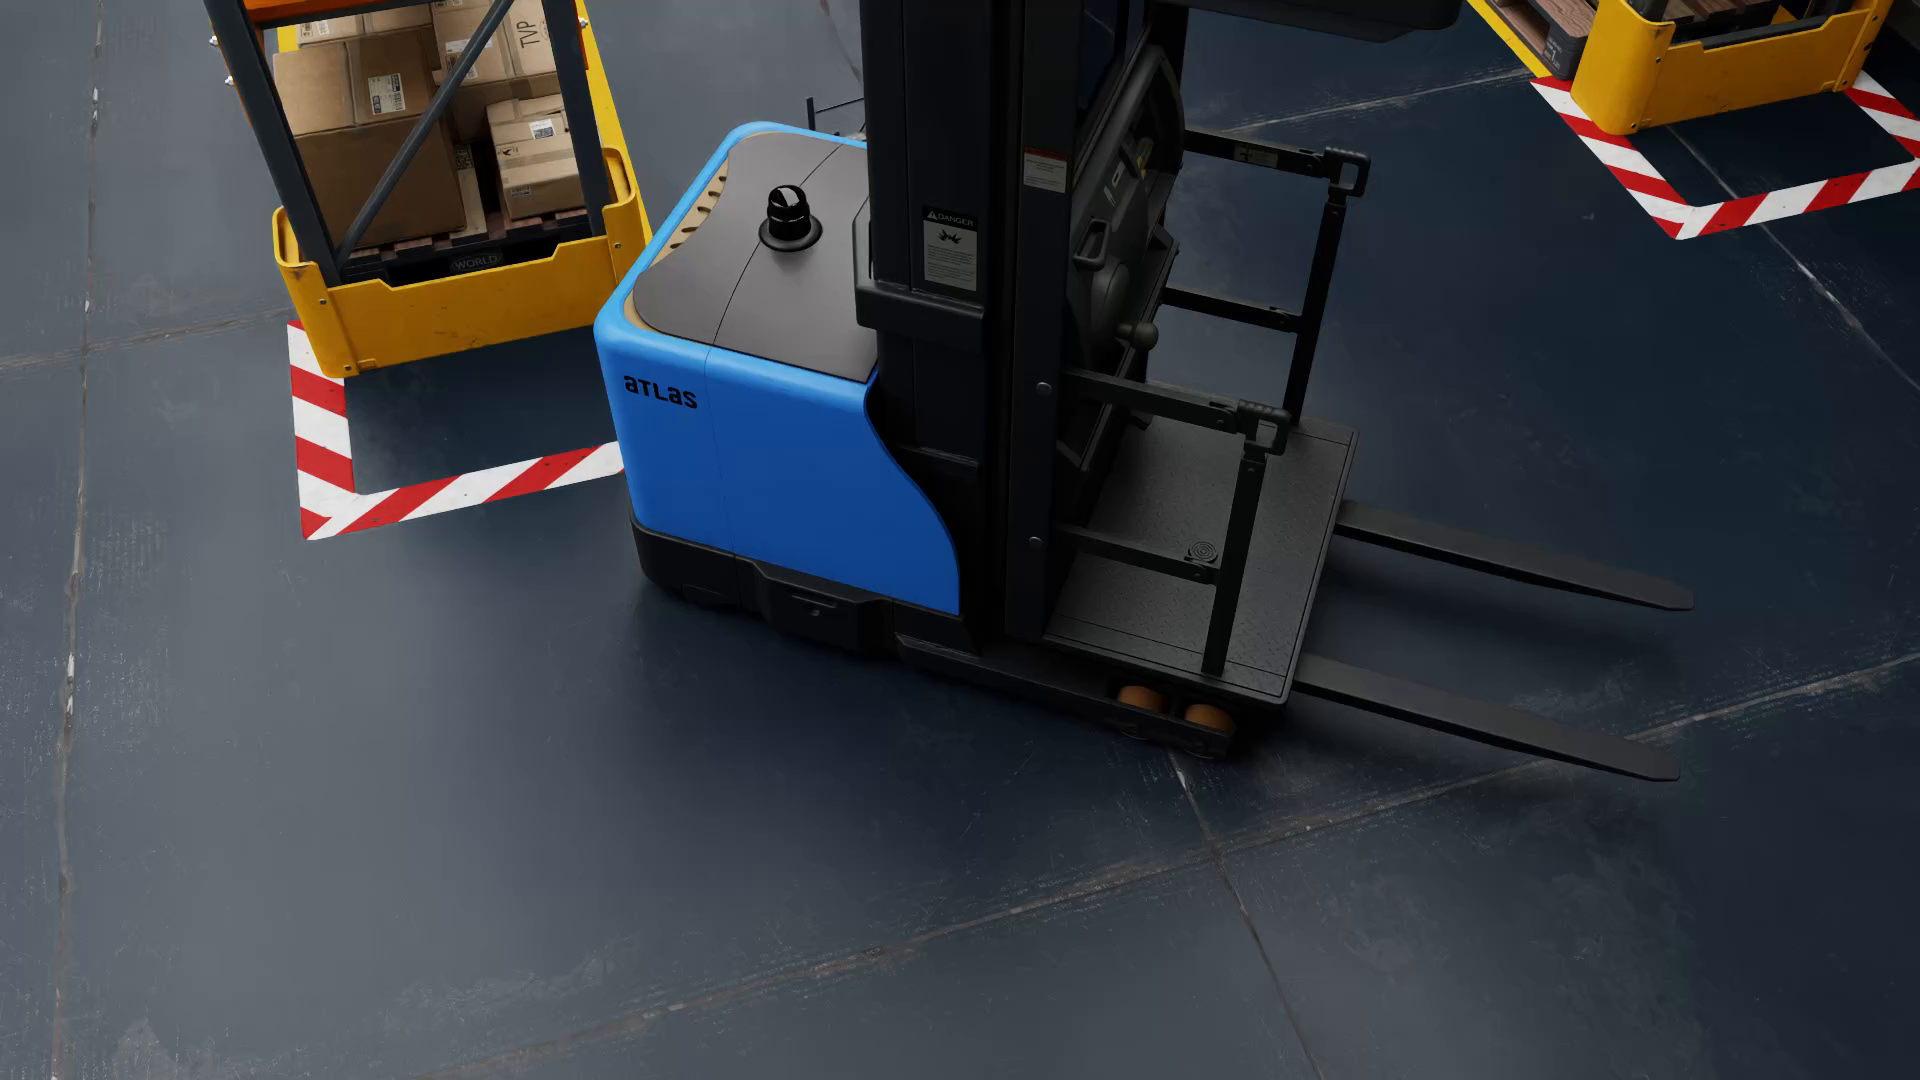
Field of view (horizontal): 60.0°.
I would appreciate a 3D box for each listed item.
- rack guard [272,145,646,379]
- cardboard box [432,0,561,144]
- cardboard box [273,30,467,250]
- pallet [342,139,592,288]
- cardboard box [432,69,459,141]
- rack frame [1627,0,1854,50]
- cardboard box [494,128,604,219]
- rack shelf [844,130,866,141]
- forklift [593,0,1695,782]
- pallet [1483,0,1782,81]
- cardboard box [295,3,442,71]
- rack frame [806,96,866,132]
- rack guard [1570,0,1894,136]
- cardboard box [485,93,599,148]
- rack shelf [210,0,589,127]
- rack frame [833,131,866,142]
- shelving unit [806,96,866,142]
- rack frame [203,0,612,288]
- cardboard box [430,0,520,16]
[{"bbox_3d":[-1.681,-0.961,5.733,1.175,0.500,0.348,-13,51,-11],"label":"rack guard"},{"bbox_3d":[-1.696,-1.793,6.310,0.500,0.250,0.500,-13,51,-11],"label":"cardboard box"},{"bbox_3d":[-2.055,-1.389,5.806,0.500,0.500,0.500,-13,51,-11],"label":"cardboard box"},{"bbox_3d":[-1.918,-1.450,6.334,1.003,0.211,1.213,-13,51,-11],"label":"pallet"},{"bbox_3d":[-2.089,-1.597,6.200,0.380,0.166,0.250,-13,51,-11],"label":"cardboard box"},{"bbox_3d":[3.072,-2.834,5.677,1.000,3.000,0.127,-13,51,-11],"label":"rack frame"},{"bbox_3d":[-1.454,-1.318,5.976,0.380,0.149,0.250,-13,51,-11],"label":"cardboard box"},{"bbox_3d":[-0.331,-1.228,5.387,0.258,0.077,0.200,-21,53,-17],"label":"rack shelf"},{"bbox_3d":[0.594,-0.786,3.995,3.031,2.935,1.130,15,51,12],"label":"forklift"},{"bbox_3d":[2.761,-2.501,7.221,1.003,0.211,1.213,-13,51,-11],"label":"pallet"},{"bbox_3d":[-2.307,-2.009,6.492,0.500,0.250,0.500,-13,51,-11],"label":"cardboard box"},{"bbox_3d":[-0.377,-1.145,5.627,0.240,0.900,0.006,-21,53,-17],"label":"rack frame"},{"bbox_3d":[3.079,-2.011,6.618,1.175,0.500,0.348,-13,51,-11],"label":"rack guard"},{"bbox_3d":[-1.528,-1.506,6.123,0.380,0.166,0.250,-13,51,-11],"label":"cardboard box"},{"bbox_3d":[-2.250,-2.940,6.237,1.077,0.370,4.000,-13,51,-11],"label":"rack shelf"},{"bbox_3d":[-0.285,-1.006,5.510,0.240,0.900,0.006,-21,53,-17],"label":"rack frame"},{"bbox_3d":[-0.331,-1.076,5.568,0.258,0.900,0.210,-21,53,-17],"label":"shelving unit"},{"bbox_3d":[-1.659,-1.711,4.731,1.000,3.000,0.127,-13,51,-11],"label":"rack frame"},{"bbox_3d":[-1.844,-2.158,6.618,0.500,0.250,0.500,-13,51,-11],"label":"cardboard box"}]
